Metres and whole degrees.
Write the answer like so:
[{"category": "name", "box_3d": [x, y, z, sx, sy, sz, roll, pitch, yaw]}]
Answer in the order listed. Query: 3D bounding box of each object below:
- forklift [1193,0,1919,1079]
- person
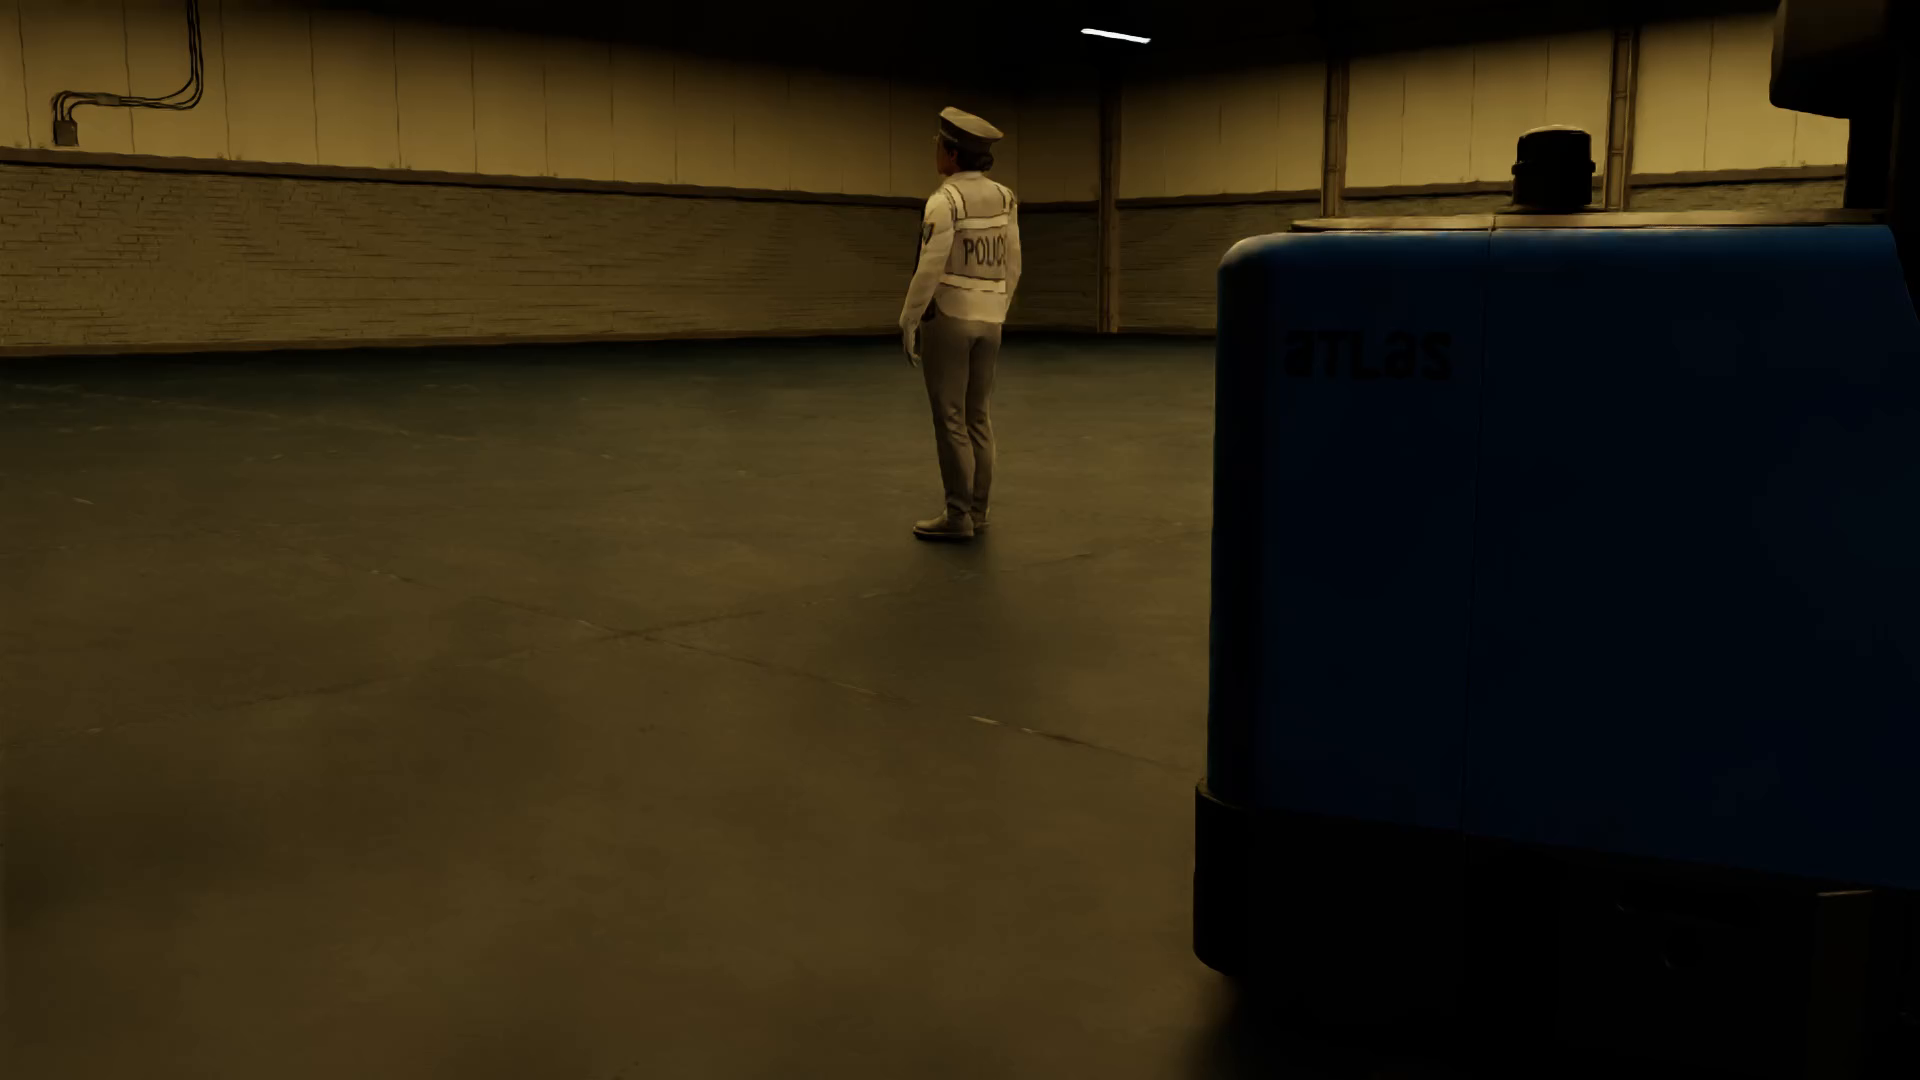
[{"category": "forklift", "box_3d": [1.894, -0.766, 1.958, 3.031, 2.935, 1.130, 4, 9, 24]}, {"category": "person", "box_3d": [-0.044, -0.853, 6.642, 0.532, 1.695, 0.586, 8, 12, 43]}]
